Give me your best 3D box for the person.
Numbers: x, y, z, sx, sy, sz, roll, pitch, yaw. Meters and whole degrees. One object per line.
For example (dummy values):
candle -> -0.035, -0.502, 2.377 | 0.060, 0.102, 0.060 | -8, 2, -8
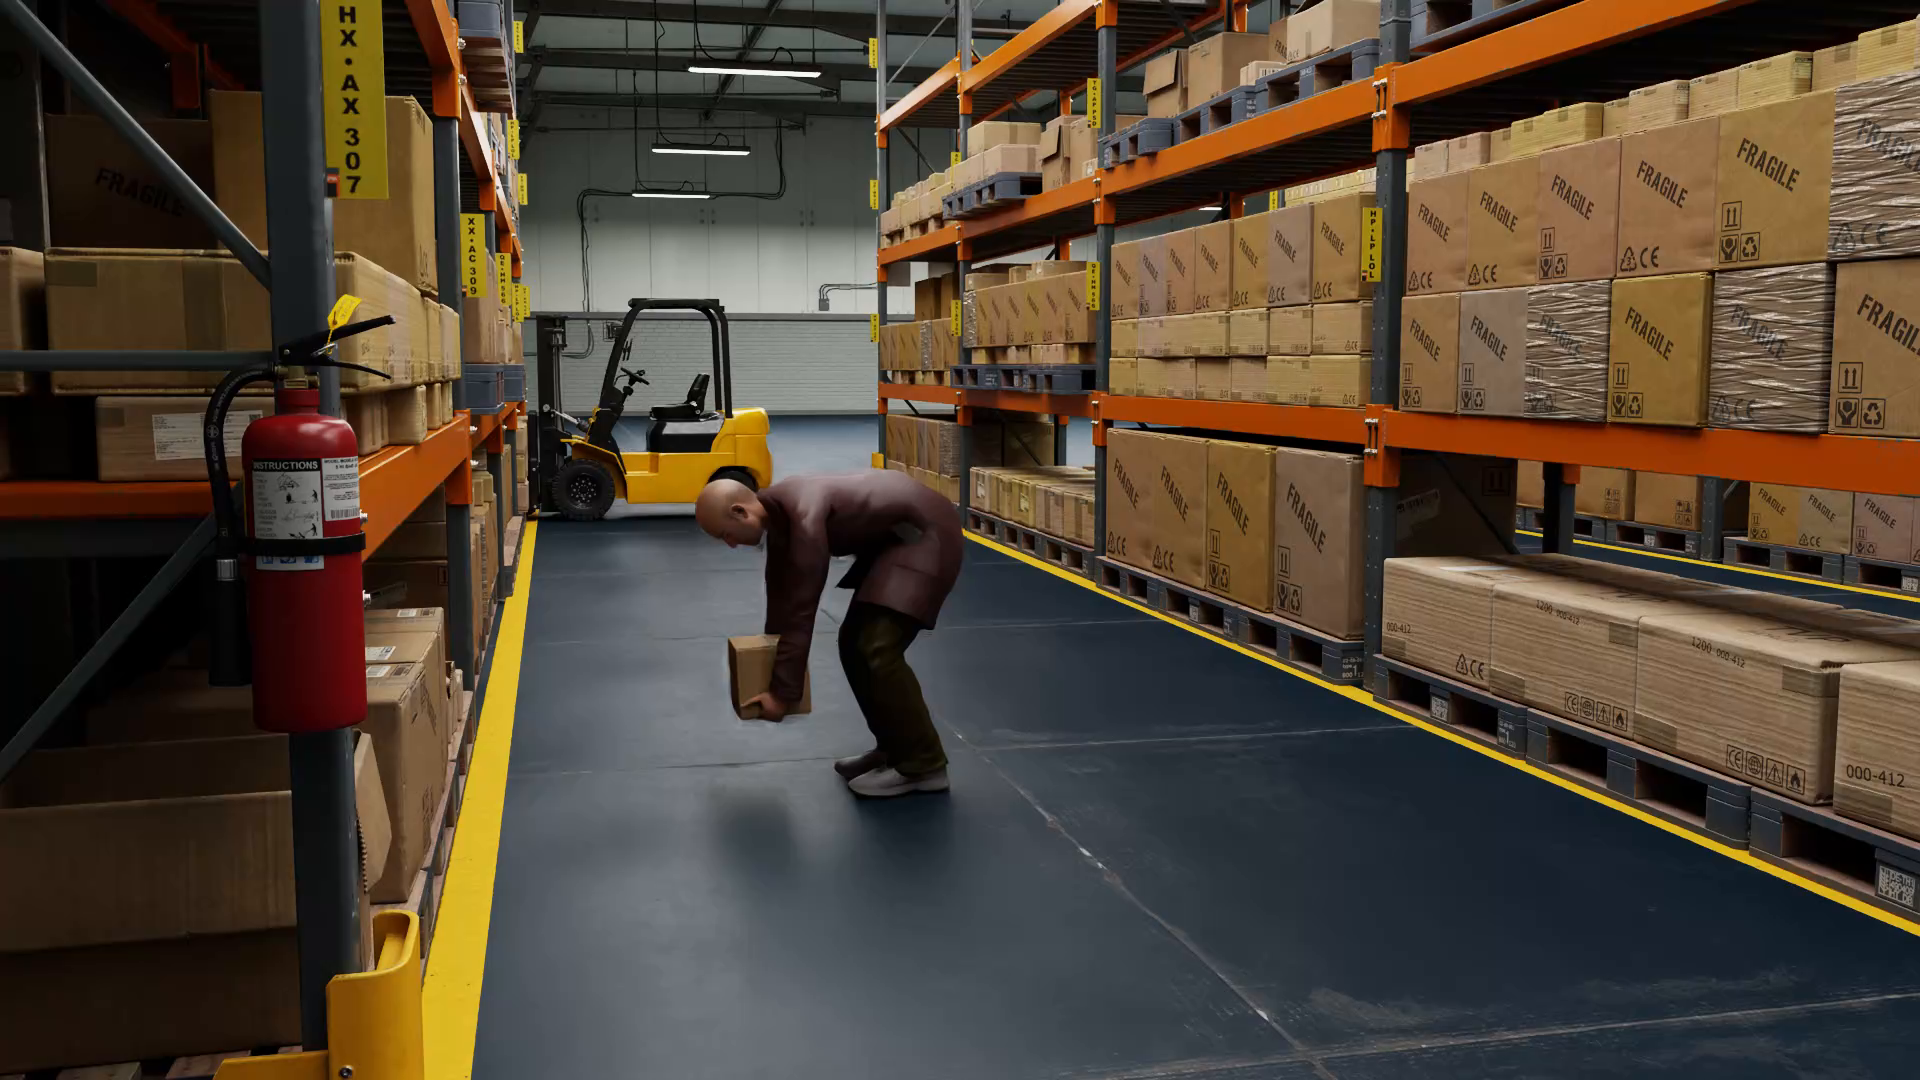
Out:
person -> -0.452, 0.321, 5.881 | 0.948, 1.140, 0.568 | -2, 6, -16
